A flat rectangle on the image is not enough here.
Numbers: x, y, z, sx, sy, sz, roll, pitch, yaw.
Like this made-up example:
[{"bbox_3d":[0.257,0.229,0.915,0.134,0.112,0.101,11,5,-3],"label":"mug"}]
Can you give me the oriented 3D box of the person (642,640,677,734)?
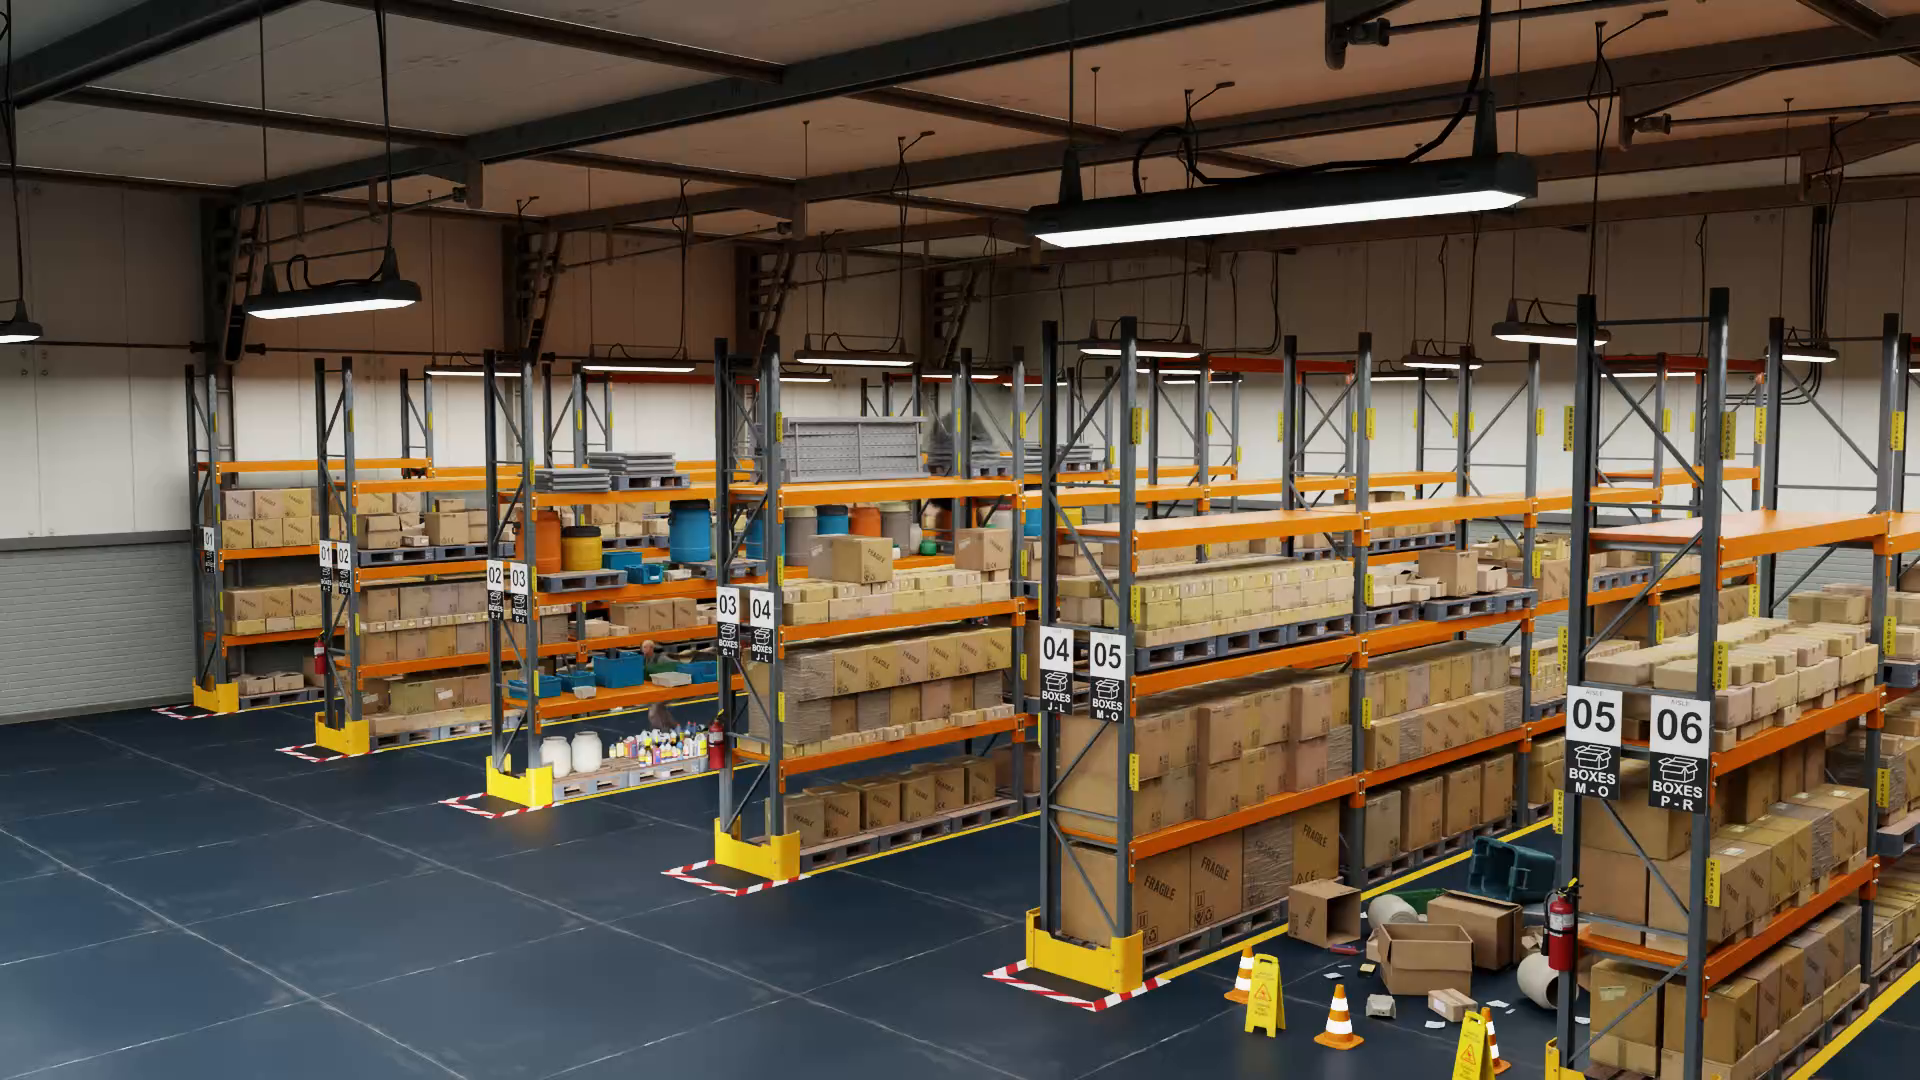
[{"bbox_3d":[-4.650,2.372,25.647,0.658,1.692,0.973,3,5,37],"label":"person"}]
